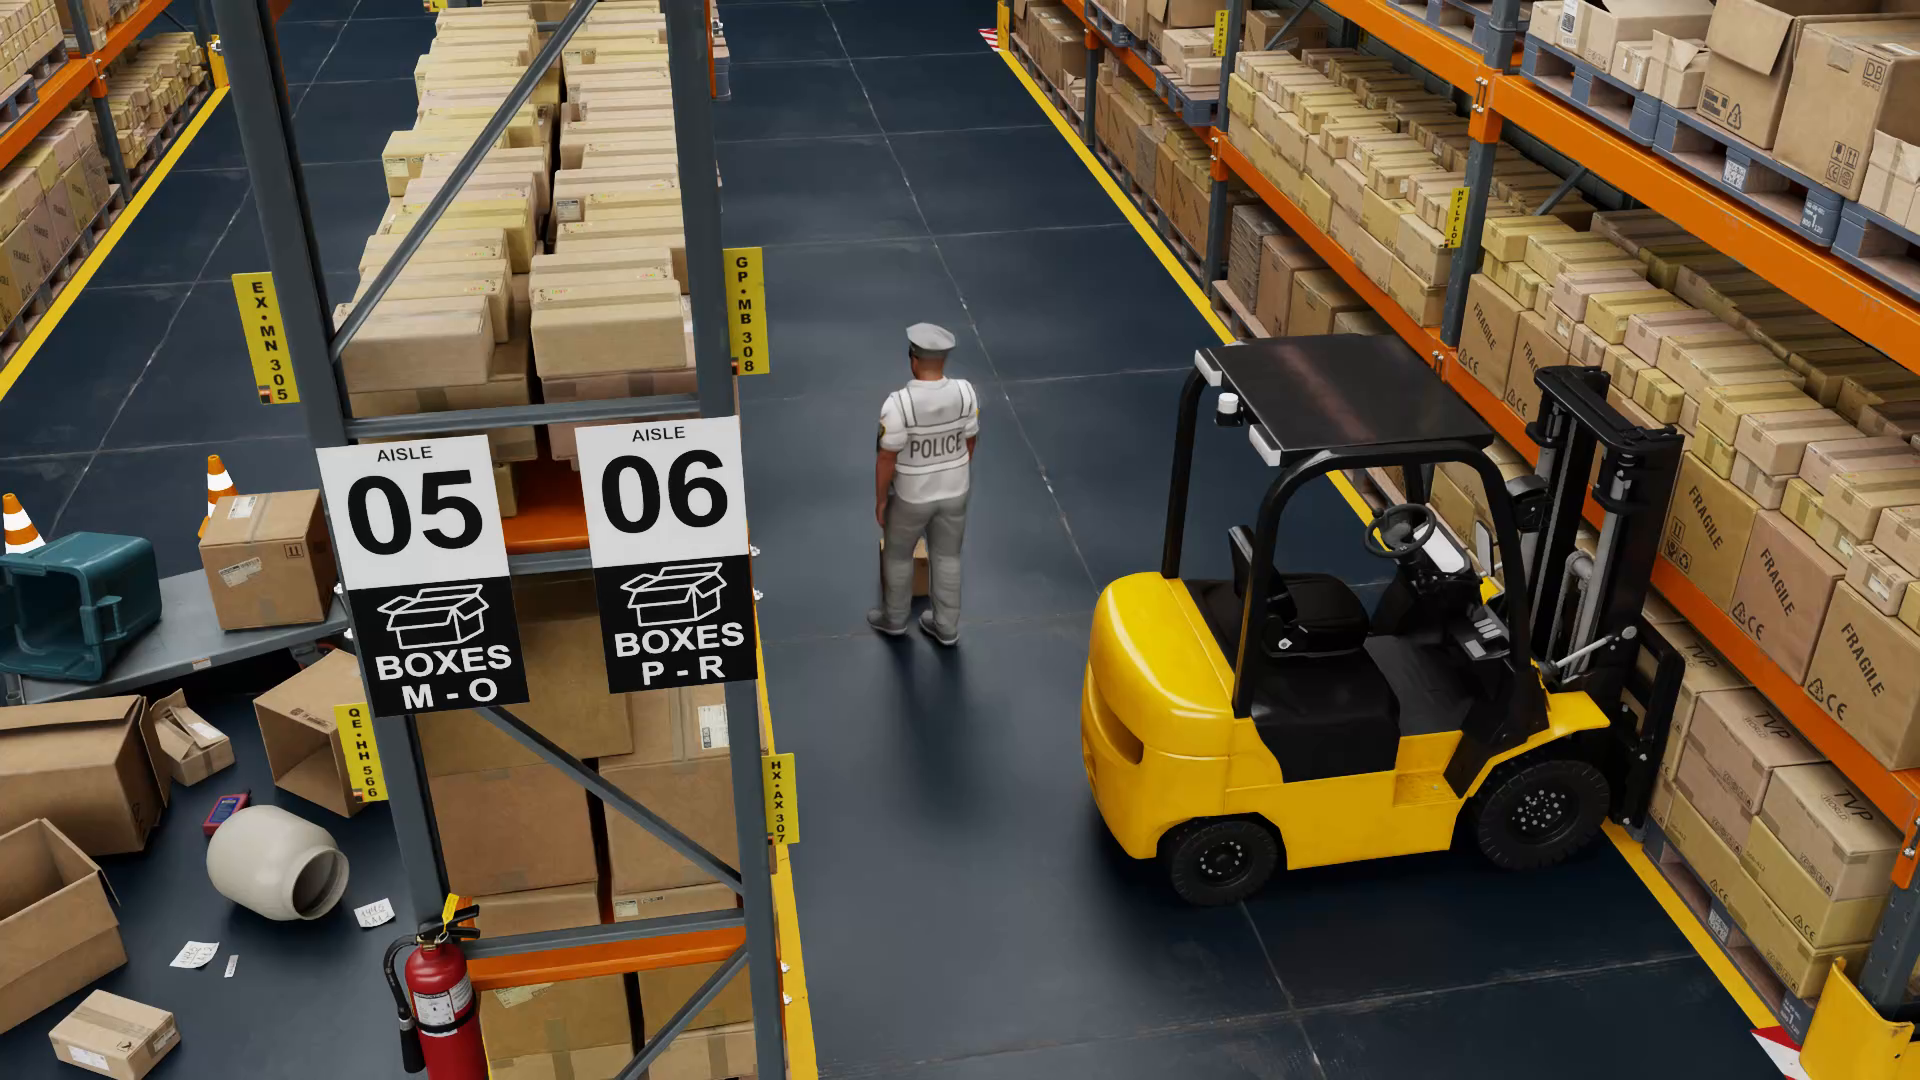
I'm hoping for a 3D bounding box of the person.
[{"bbox_3d":[-0.201,-0.268,8.590,0.559,1.782,0.517,-12,33,-20],"label":"person"}]
